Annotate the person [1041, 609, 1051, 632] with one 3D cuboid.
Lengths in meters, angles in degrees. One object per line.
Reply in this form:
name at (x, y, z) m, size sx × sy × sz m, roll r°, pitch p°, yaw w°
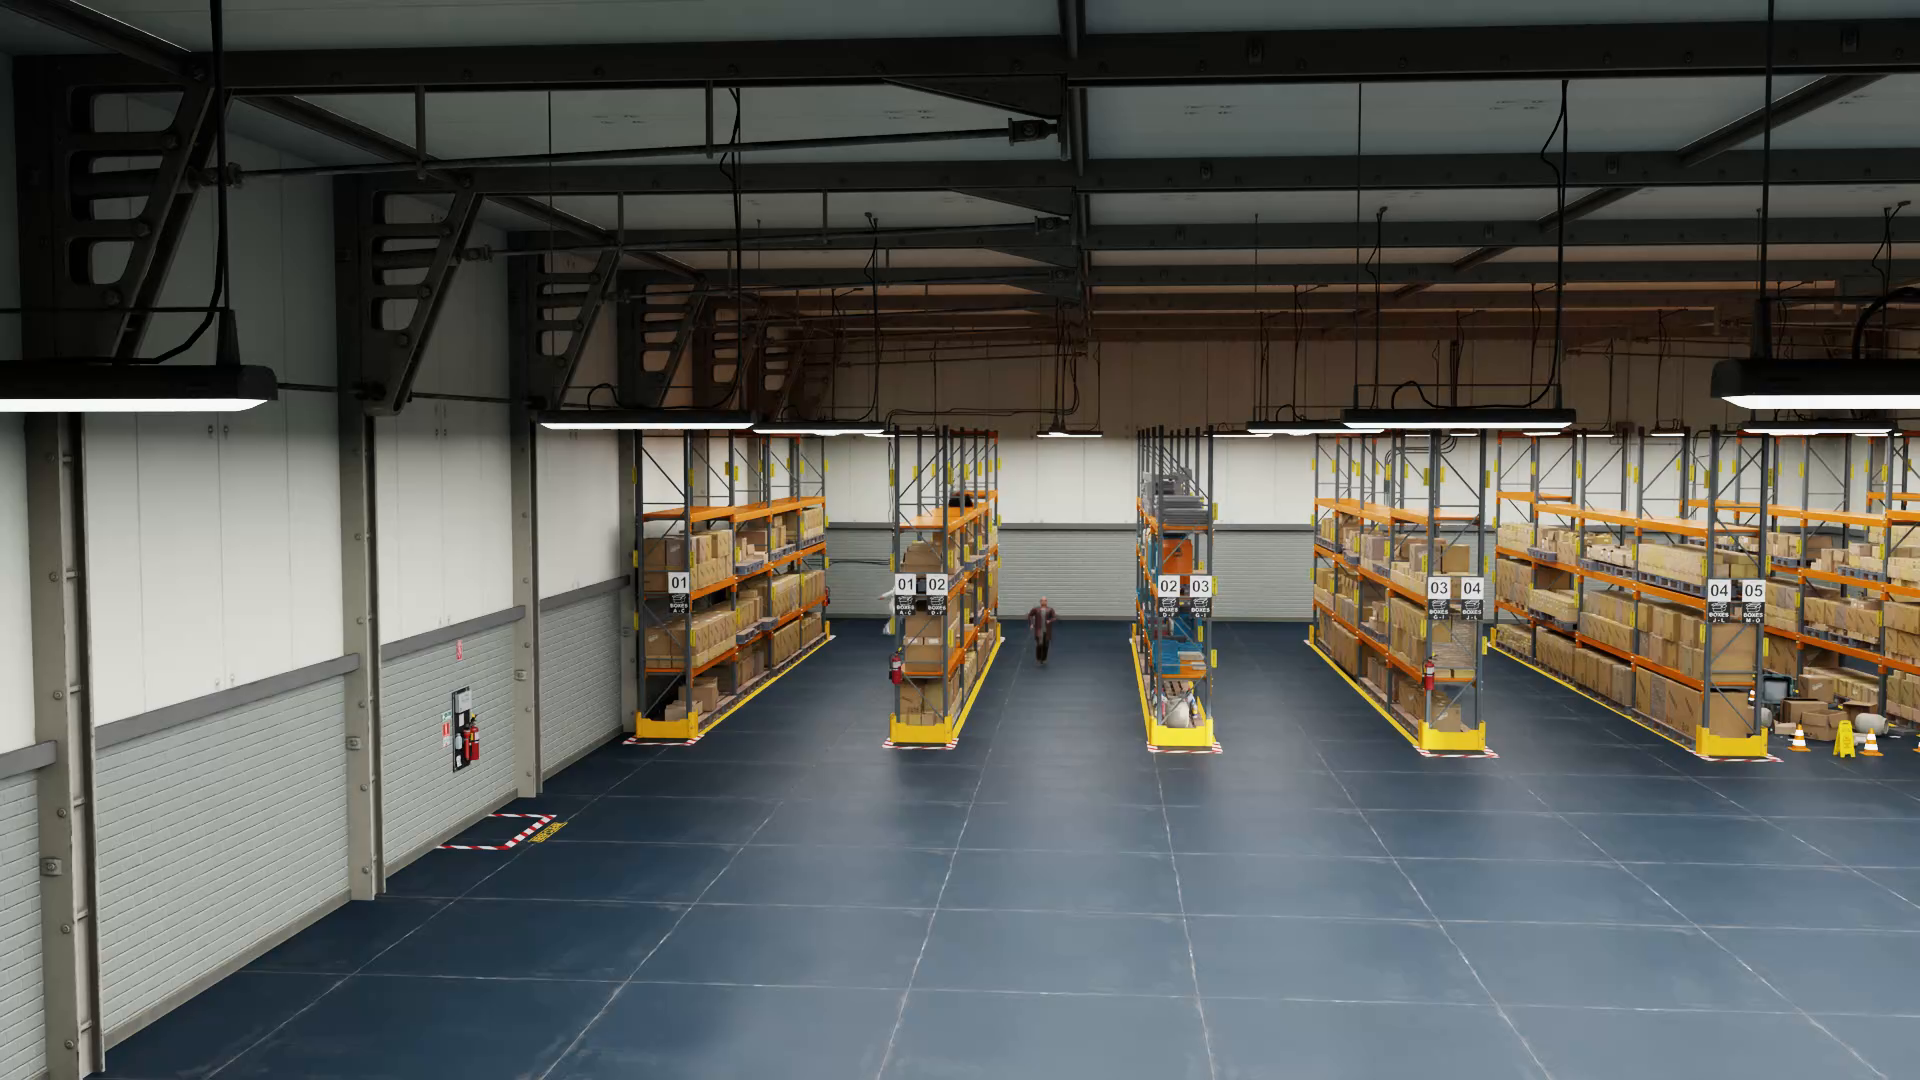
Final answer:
person at (2.104, 2.000, 41.973) m, size 0.607 × 0.637 × 0.404 m, roll 0°, pitch 3°, yaw -8°
